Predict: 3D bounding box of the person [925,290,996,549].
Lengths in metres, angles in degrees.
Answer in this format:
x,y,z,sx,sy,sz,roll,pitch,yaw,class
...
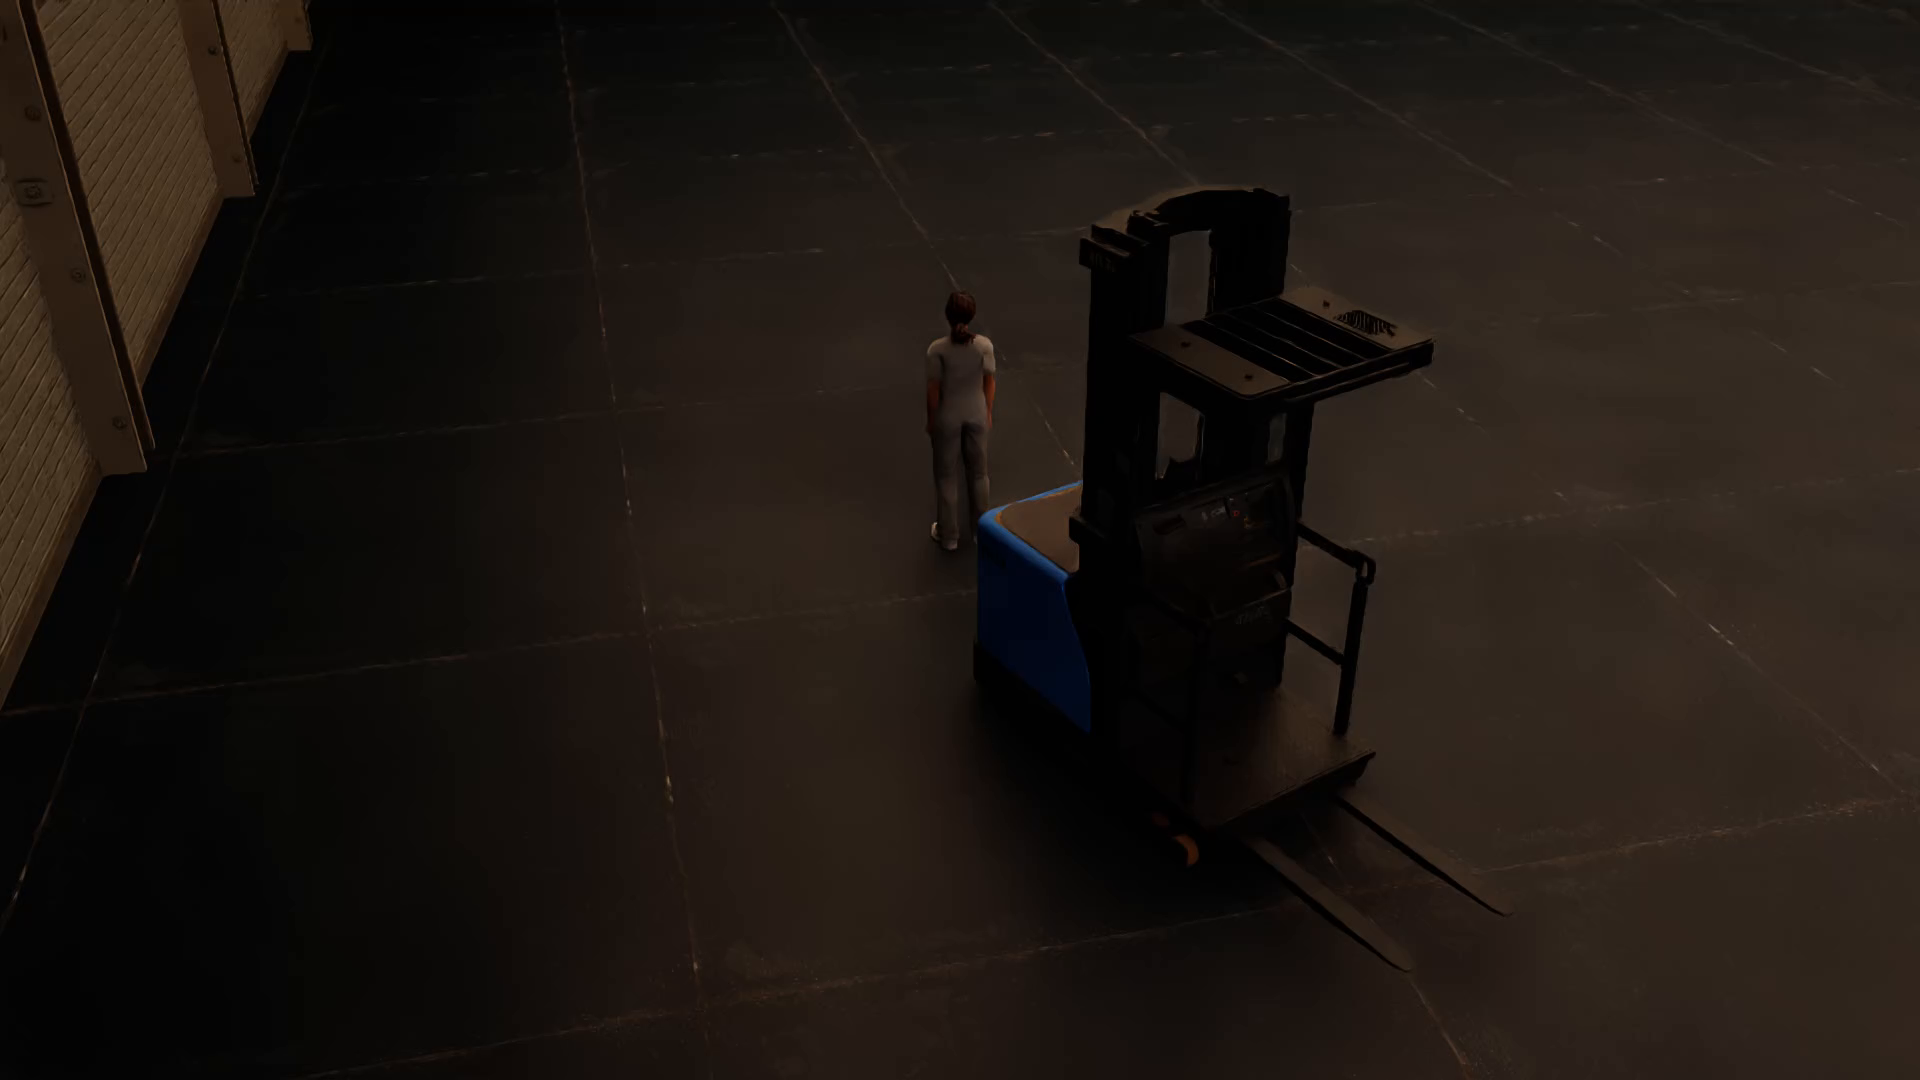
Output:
x,y,z,sx,sy,sz,roll,pitch,yaw,class
-0.003,-0.728,10.088,0.432,1.673,0.365,-7,31,-12,person

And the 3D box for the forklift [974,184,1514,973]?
x,y,z,sx,sy,sz,roll,pitch,yaw,class
1.309,0.004,7.568,1.130,2.935,3.031,-18,35,-29,forklift
